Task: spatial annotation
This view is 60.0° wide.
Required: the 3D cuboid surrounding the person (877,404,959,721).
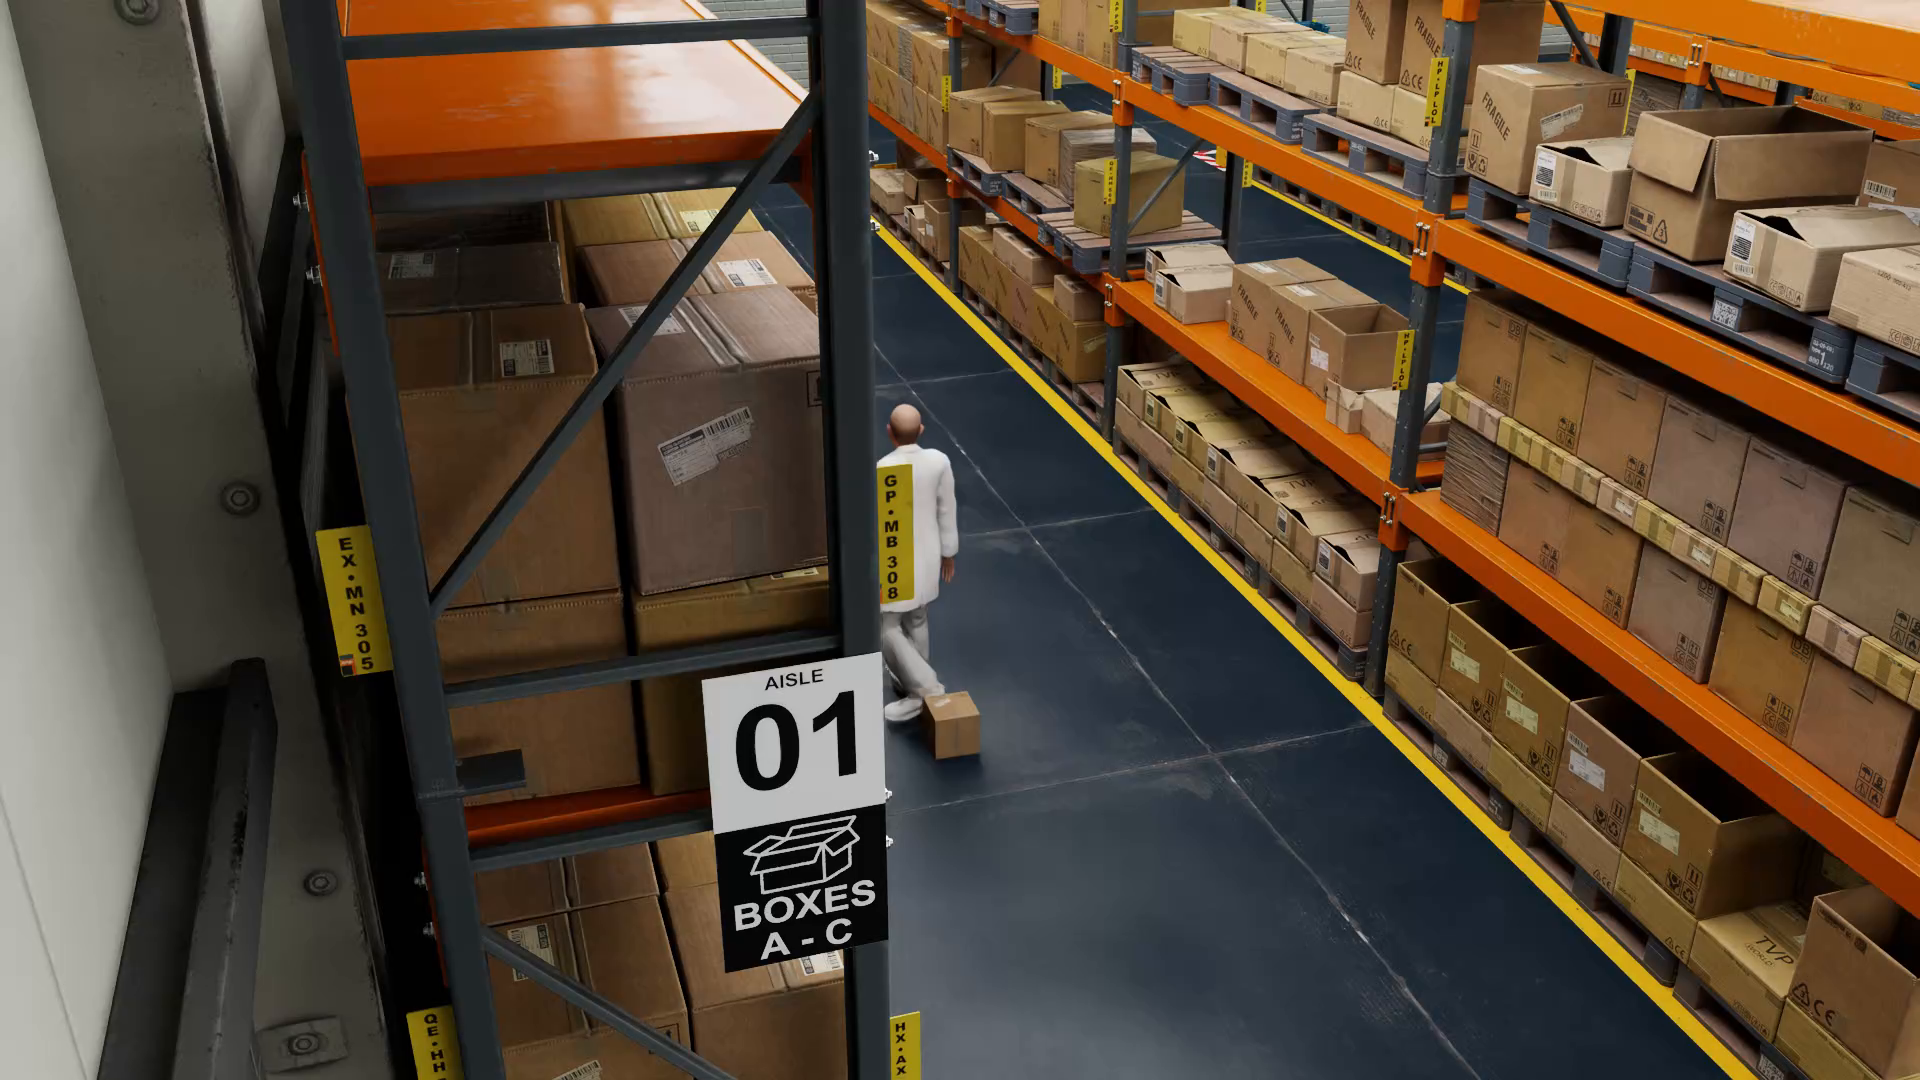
[{"bbox_3d":[-0.245,0.144,9.087,0.625,1.771,0.622,-21,33,-36],"label":"person"}]
